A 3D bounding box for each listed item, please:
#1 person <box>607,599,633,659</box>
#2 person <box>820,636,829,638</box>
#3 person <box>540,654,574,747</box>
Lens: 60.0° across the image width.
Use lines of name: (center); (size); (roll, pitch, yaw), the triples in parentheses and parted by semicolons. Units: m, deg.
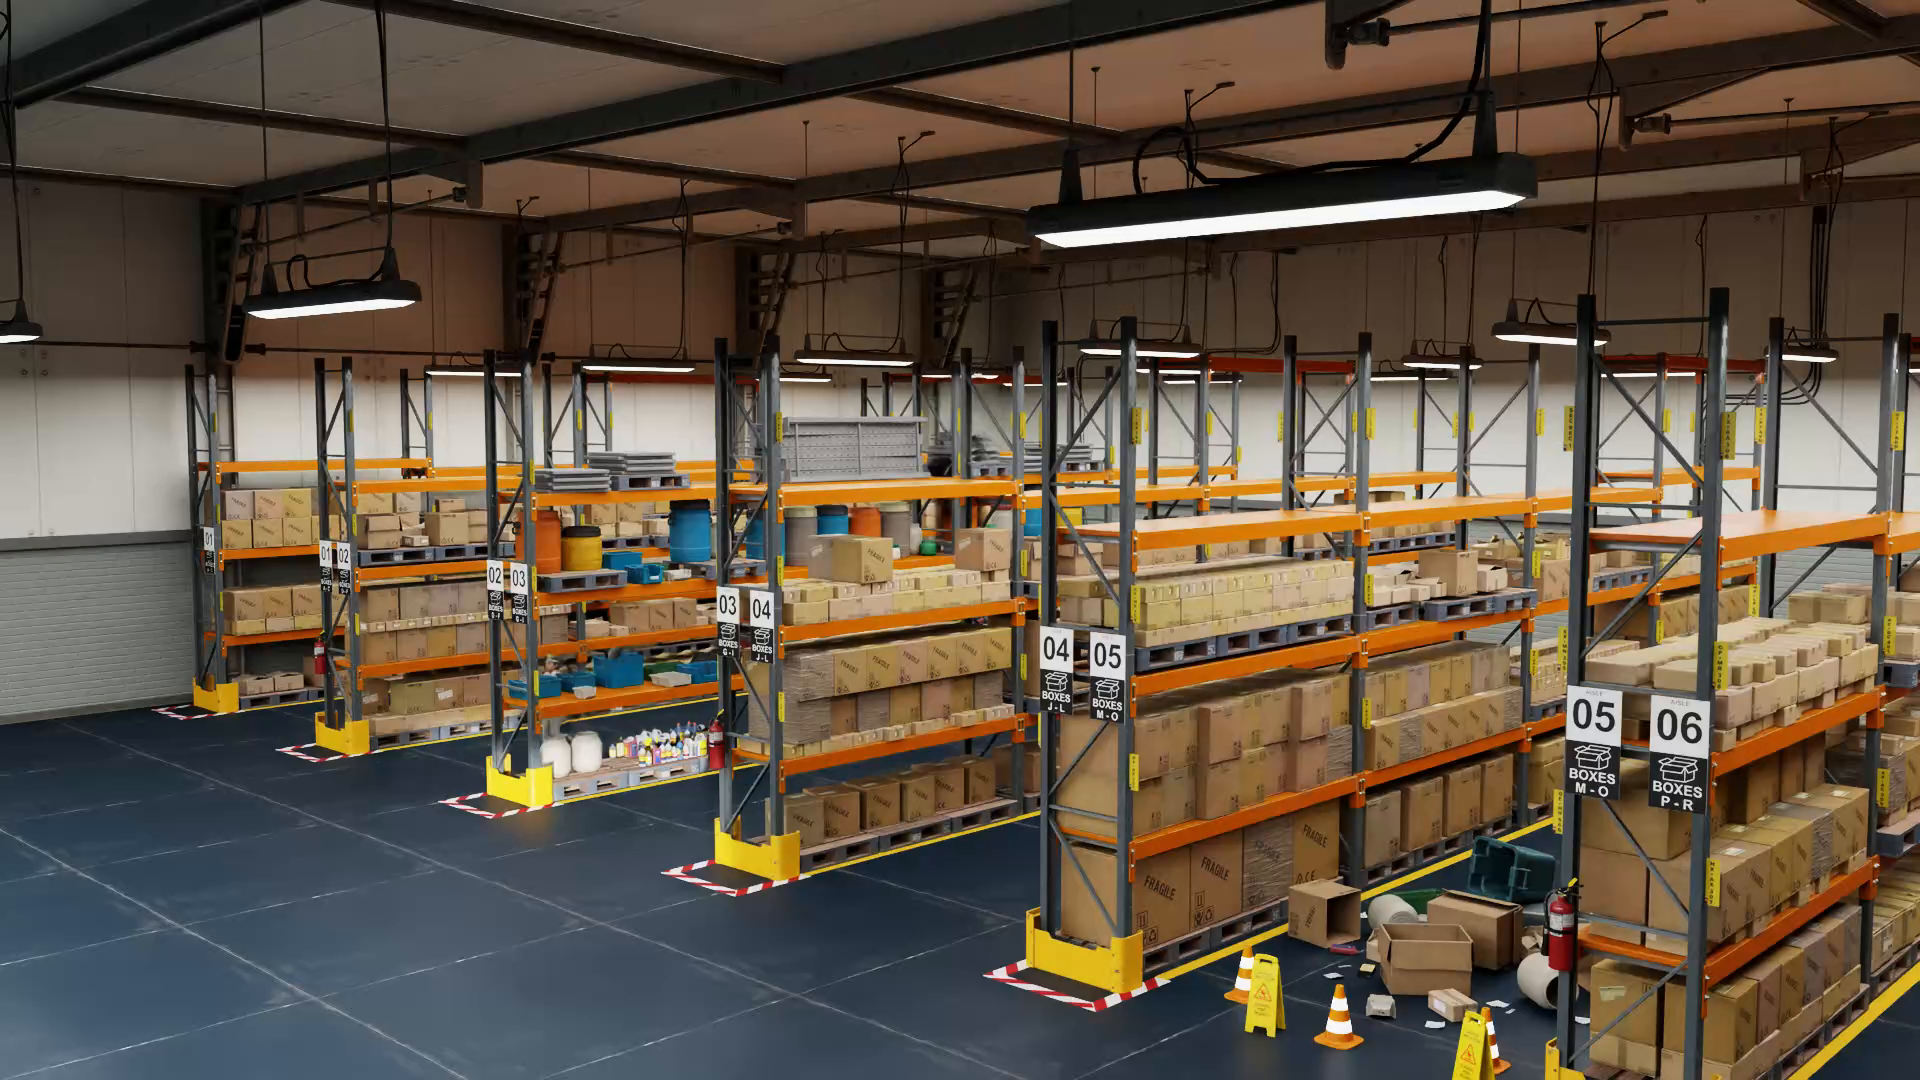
person: (-6.287, 1.944, 31.145); (0.799, 1.709, 0.638); (-4, 6, -44)
person: (-2.300, 1.999, 30.064); (0.716, 1.754, 0.922); (3, 5, 32)
person: (-5.924, 2.472, 24.314); (0.613, 1.659, 0.659); (3, 5, 36)
